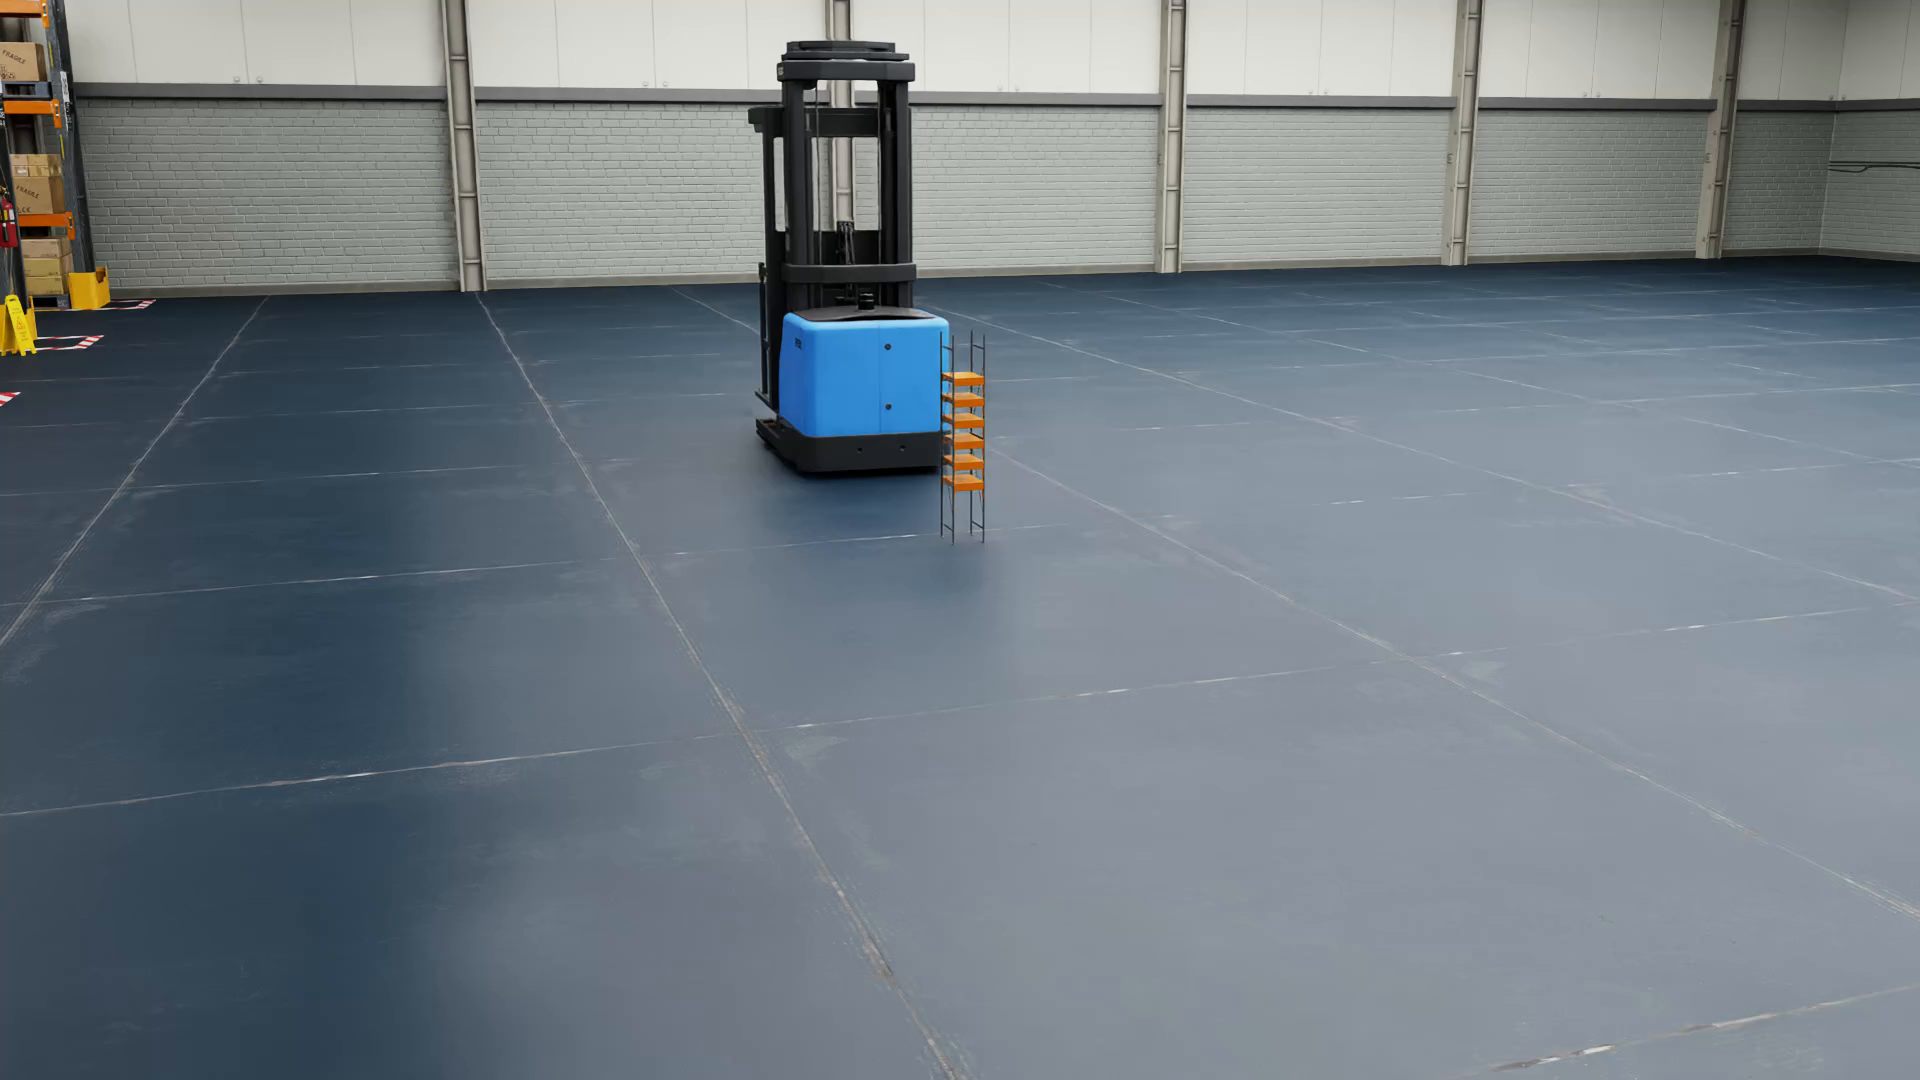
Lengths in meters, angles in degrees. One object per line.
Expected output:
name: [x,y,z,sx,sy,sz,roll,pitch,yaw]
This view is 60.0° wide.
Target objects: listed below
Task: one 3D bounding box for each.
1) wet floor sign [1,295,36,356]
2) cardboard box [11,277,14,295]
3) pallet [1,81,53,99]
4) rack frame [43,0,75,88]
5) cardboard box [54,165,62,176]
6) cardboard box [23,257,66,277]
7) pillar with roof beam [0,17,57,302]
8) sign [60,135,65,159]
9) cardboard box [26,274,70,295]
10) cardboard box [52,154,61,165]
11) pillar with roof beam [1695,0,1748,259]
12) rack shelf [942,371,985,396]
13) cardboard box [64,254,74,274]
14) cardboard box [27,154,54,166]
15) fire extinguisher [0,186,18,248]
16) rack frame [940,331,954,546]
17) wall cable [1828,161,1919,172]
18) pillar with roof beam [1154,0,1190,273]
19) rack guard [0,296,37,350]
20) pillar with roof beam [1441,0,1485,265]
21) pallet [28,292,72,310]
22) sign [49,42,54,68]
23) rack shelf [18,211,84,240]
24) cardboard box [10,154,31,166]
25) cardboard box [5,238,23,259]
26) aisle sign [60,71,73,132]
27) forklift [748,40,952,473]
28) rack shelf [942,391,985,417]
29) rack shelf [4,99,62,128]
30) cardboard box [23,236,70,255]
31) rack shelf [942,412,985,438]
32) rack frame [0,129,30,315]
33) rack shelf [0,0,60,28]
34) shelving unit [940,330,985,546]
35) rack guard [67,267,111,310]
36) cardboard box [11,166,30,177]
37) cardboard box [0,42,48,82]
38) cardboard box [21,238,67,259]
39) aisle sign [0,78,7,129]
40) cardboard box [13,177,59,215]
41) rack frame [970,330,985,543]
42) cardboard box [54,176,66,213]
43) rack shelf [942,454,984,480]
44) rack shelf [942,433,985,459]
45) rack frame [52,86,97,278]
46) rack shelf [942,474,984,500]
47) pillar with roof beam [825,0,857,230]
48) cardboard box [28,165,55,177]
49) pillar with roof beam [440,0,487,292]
wet floor sign: [-10.277,-2.340,18.084,0.232,0.644,0.267,0,13,1]
cardboard box: [-13.203,-3.522,23.002,0.500,0.250,0.500,-4,14,-18]
pallet: [-13.063,-6.164,22.783,1.213,0.211,1.003,-4,14,-18]
rack frame: [-12.384,-7.713,22.621,0.127,3.000,1.000,-4,14,-18]
cardboard box: [-12.789,-5.190,23.362,0.250,0.149,0.380,-5,14,-20]
cardboard box: [-12.746,-3.799,23.088,0.500,0.250,0.500,-5,14,-19]
pillar with roof beam: [-11.959,-6.915,19.267,0.400,9.000,9.100,-4,14,-18]
sign: [-12.225,-5.352,22.649,0.005,0.325,0.100,-4,14,-18]
cardboard box: [-12.729,-3.557,23.148,0.500,0.250,0.500,-4,14,-18]
cardboard box: [-12.771,-5.325,23.287,0.250,0.149,0.380,-5,14,-19]
pillar with roof beam: [16.474,-9.129,28.575,0.400,9.000,9.100,-4,14,-18]
rack shelf: [0.014,-0.892,9.435,0.180,0.103,0.258,-4,14,-18]
cardboard box: [-12.896,-3.915,23.573,0.500,0.250,0.500,-4,14,-17]
cardboard box: [-12.657,-5.230,22.889,0.250,0.149,0.380,-4,14,-18]
fire extinguisher: [-10.542,-3.575,18.359,0.183,0.674,0.296,-4,14,-18]
rack frame: [-0.073,-0.578,9.480,0.006,1.200,0.240,-4,14,-18]
wall cable: [18.315,-8.490,32.598,0.112,2.526,3.097,-4,14,-18]
pillar with roof beam: [5.101,-8.243,24.852,0.400,9.000,9.100,-4,14,-18]
rack guard: [-10.870,-2.484,19.005,0.348,0.500,1.175,-4,14,-18]
pillar with roof beam: [10.788,-8.686,26.713,0.400,9.000,9.100,-4,14,-18]
pallet: [-13.096,-3.372,23.362,1.213,0.211,1.003,-4,14,-18]
sign: [-12.225,-6.525,22.370,0.005,0.325,0.100,-4,14,-18]
rack shelf: [-14.280,-4.296,22.778,4.000,0.370,1.077,-4,14,-18]
cardboard box: [-12.881,-5.205,22.783,0.250,0.149,0.380,-4,14,-18]
cardboard box: [-13.204,-4.006,22.875,0.500,0.250,0.500,-4,14,-17]
aisle sign: [-12.229,-5.999,22.764,0.004,0.787,0.394,-4,14,-18]
forklift: [-0.955,-2.180,12.475,1.130,2.935,3.031,-4,14,-16]
rack shelf: [0.014,-0.775,9.463,0.180,0.103,0.258,-4,14,-18]
rack shelf: [-14.280,-5.756,22.431,4.000,0.370,1.077,-4,14,-18]
cardboard box: [-12.900,-4.153,23.494,0.500,0.250,0.500,-5,14,-19]
rack shelf: [0.014,-0.658,9.491,0.180,0.103,0.258,-4,14,-18]
rack frame: [-10.798,-3.706,18.740,0.127,3.000,1.000,-4,14,-18]
rack shelf: [-14.280,-7.020,22.130,4.000,0.370,1.077,-4,14,-18]
shelving unit: [0.014,-0.585,9.508,0.189,1.200,0.258,-4,14,-18]
rack guard: [-12.362,-3.580,23.612,0.348,0.500,1.175,-4,14,-18]
cardboard box: [-12.856,-5.046,22.756,0.250,0.149,0.380,-4,14,-17]
cardboard box: [-12.726,-6.469,22.534,0.500,0.500,0.500,-4,14,-16]
cardboard box: [-12.721,-4.045,23.039,0.500,0.250,0.500,-4,14,-16]
aisle sign: [-10.838,-5.043,18.744,0.004,0.787,0.394,-4,14,-18]
cardboard box: [-12.767,-4.749,22.909,0.500,0.500,0.500,-5,14,-19]
rack frame: [0.100,-0.592,9.537,0.006,1.200,0.240,-4,14,-18]
cardboard box: [-12.943,-4.867,23.406,0.500,0.500,0.500,-4,14,-16]
rack shelf: [0.014,-0.425,9.546,0.180,0.103,0.258,-4,14,-18]
rack shelf: [0.014,-0.542,9.519,0.180,0.103,0.258,-4,14,-18]
rack frame: [-12.384,-4.794,23.315,0.127,3.000,1.000,-4,14,-18]
rack shelf: [0.014,-0.308,9.574,0.180,0.103,0.258,-4,14,-18]
pillar with roof beam: [-0.586,-7.800,22.990,0.400,9.000,9.100,-4,14,-18]
cardboard box: [-12.624,-5.071,22.863,0.250,0.149,0.380,-4,14,-17]
pillar with roof beam: [-6.272,-7.358,21.128,0.400,9.000,9.100,-4,14,-18]
